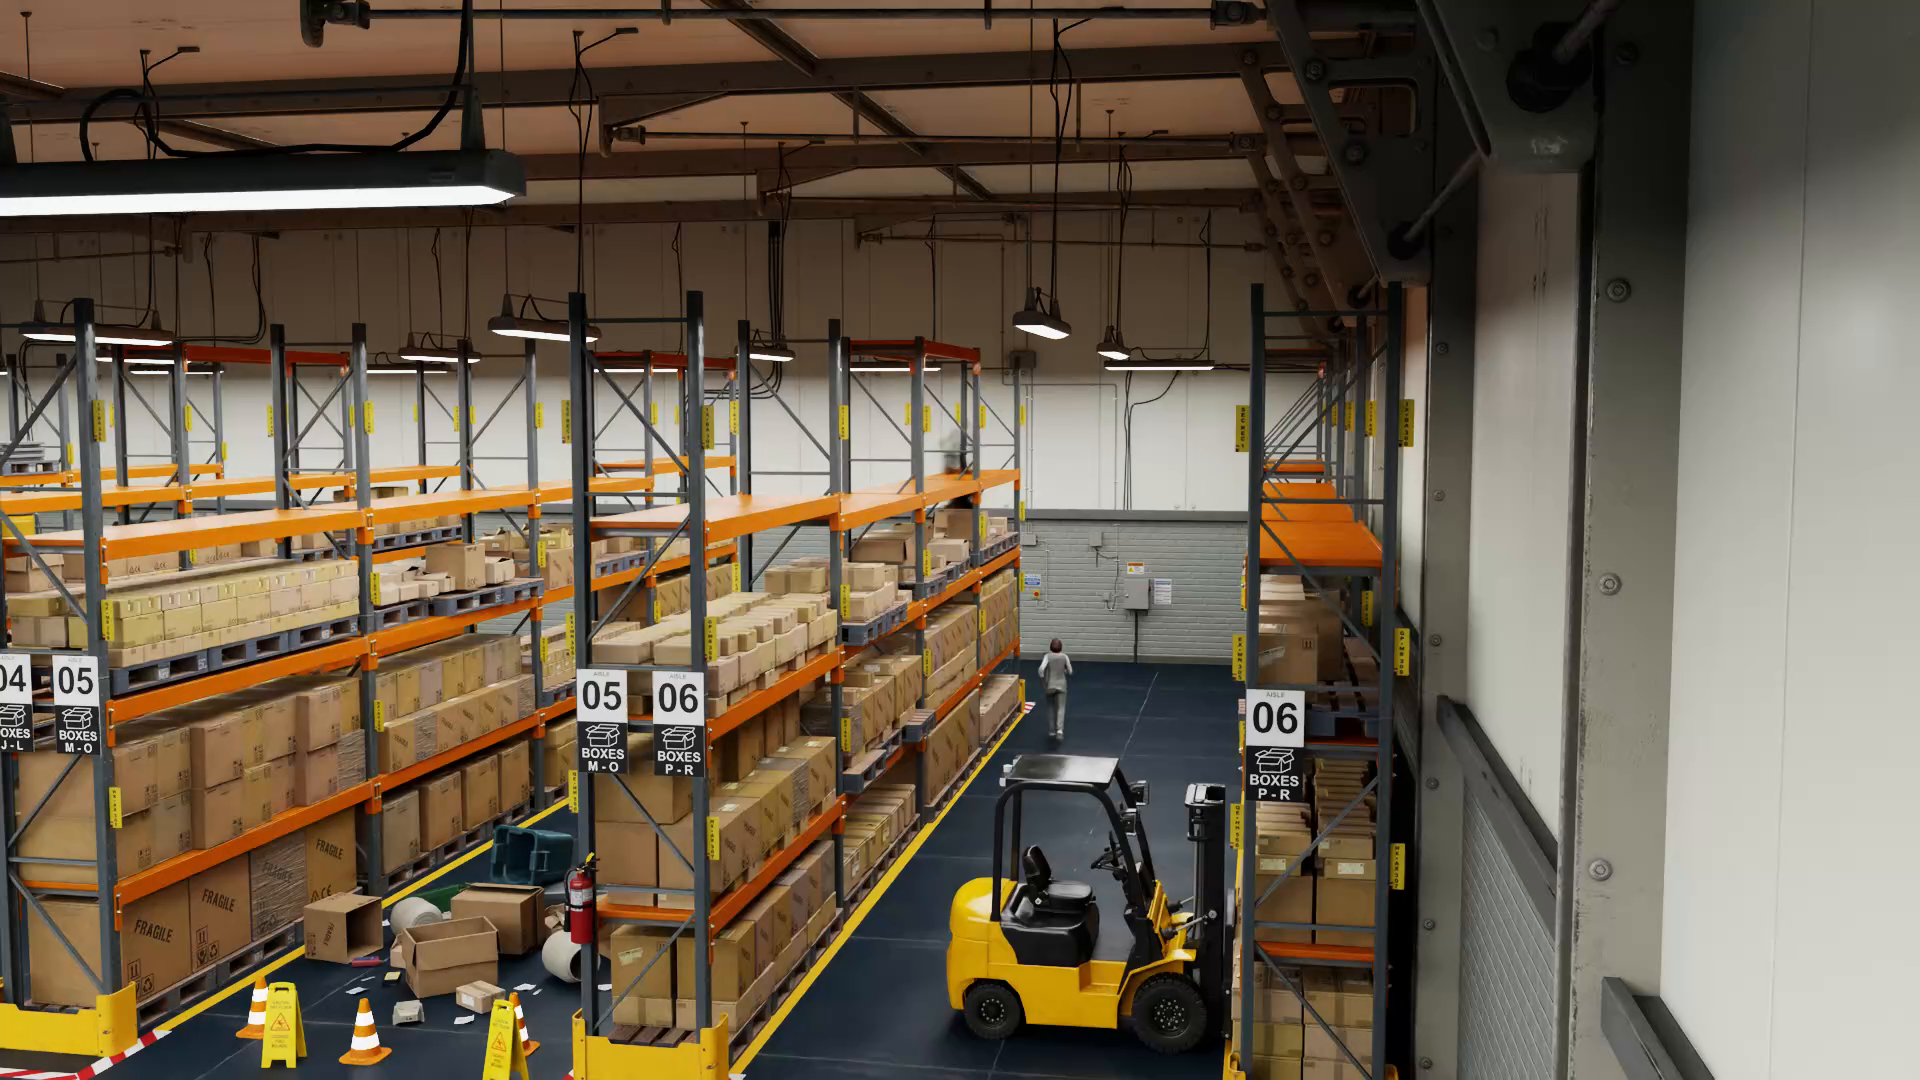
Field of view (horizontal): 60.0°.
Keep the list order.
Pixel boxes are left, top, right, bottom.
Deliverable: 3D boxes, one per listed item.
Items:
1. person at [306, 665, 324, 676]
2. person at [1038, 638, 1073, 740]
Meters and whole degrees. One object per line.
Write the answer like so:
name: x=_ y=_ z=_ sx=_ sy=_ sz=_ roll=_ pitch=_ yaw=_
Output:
person: x=-8.694 y=2.443 z=22.472 sx=0.655 sy=1.817 sz=0.909 roll=0 pitch=5 yaw=5
person: x=1.467 y=2.293 z=25.525 sx=0.535 sy=1.592 sz=0.865 roll=0 pitch=5 yaw=3
